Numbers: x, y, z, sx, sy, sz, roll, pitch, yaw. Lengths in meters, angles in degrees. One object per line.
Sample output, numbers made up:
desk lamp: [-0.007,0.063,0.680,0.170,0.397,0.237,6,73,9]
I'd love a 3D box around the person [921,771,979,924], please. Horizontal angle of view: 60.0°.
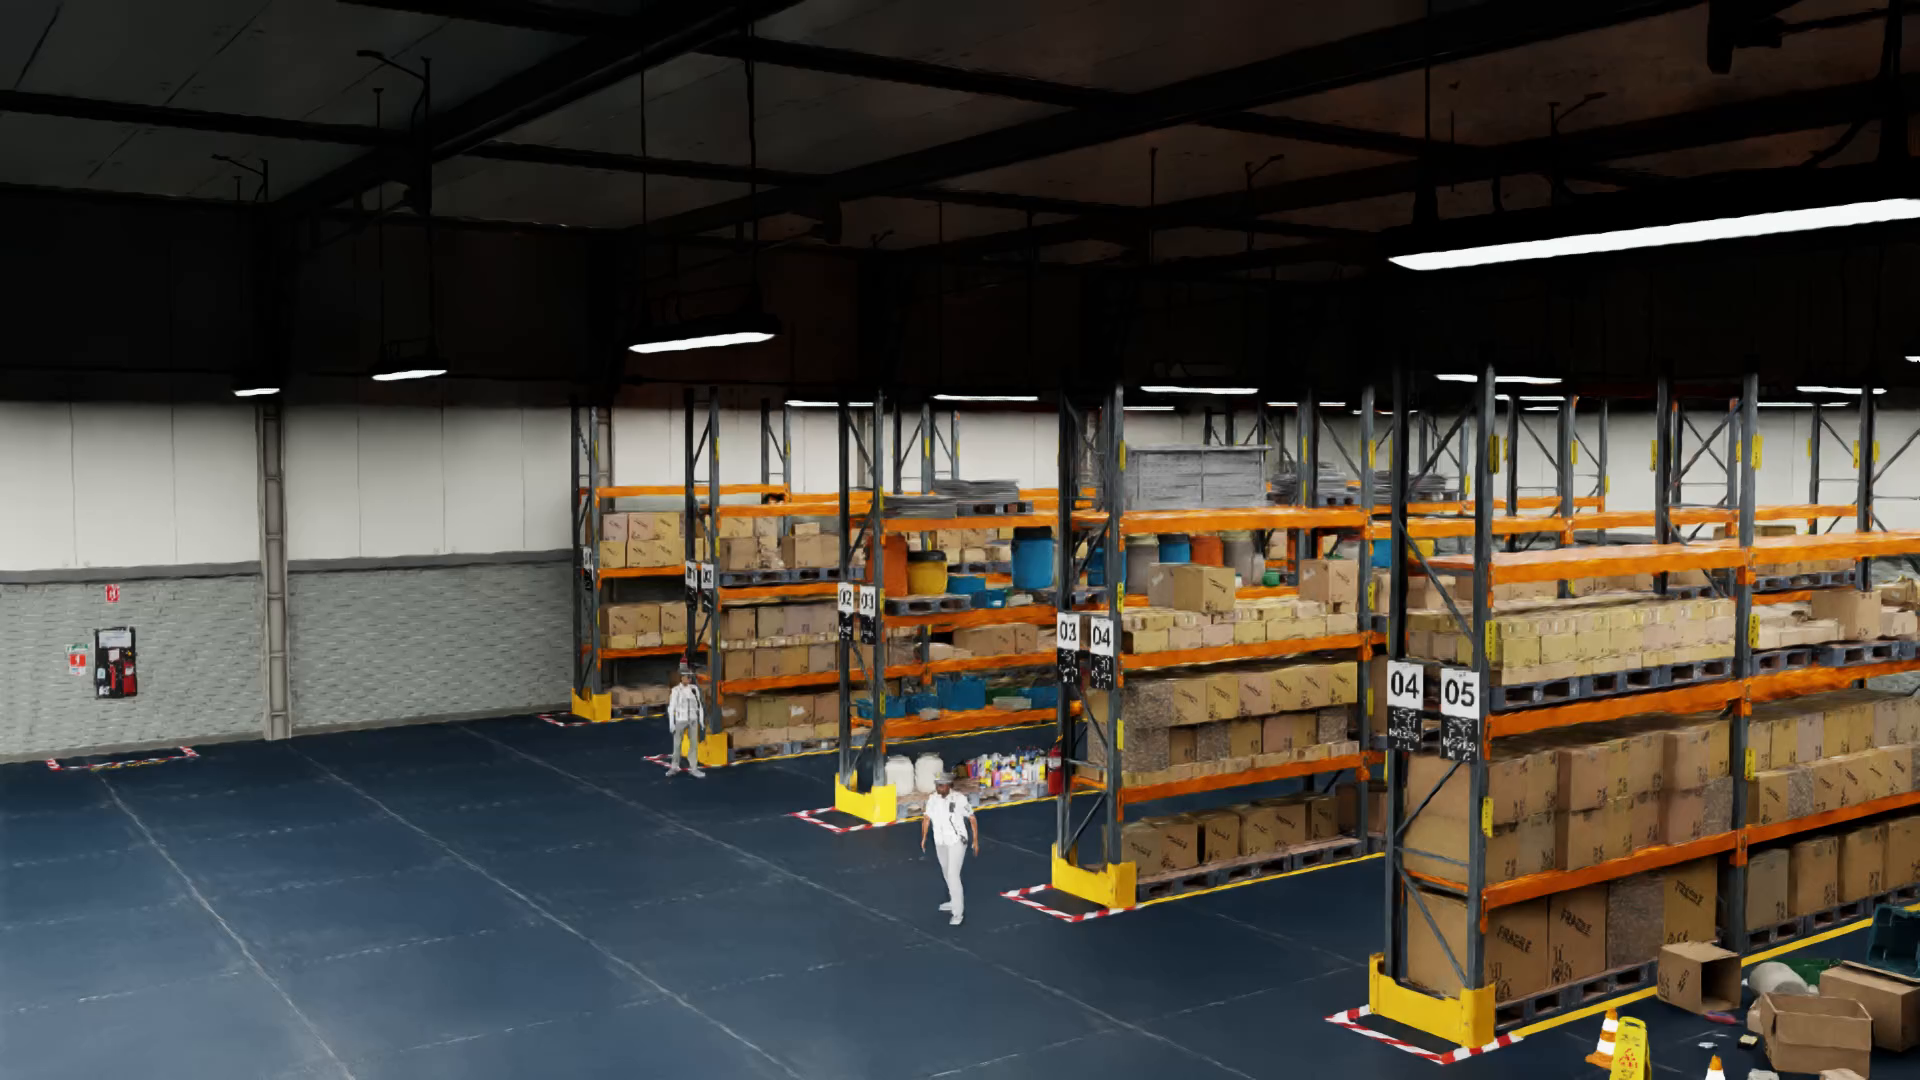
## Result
person: [-0.083,3.272,17.968,0.616,1.618,0.761,2,4,35]

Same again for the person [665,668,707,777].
person: [-4.235,2.788,25.539,0.599,1.677,0.445,-2,4,-26]
